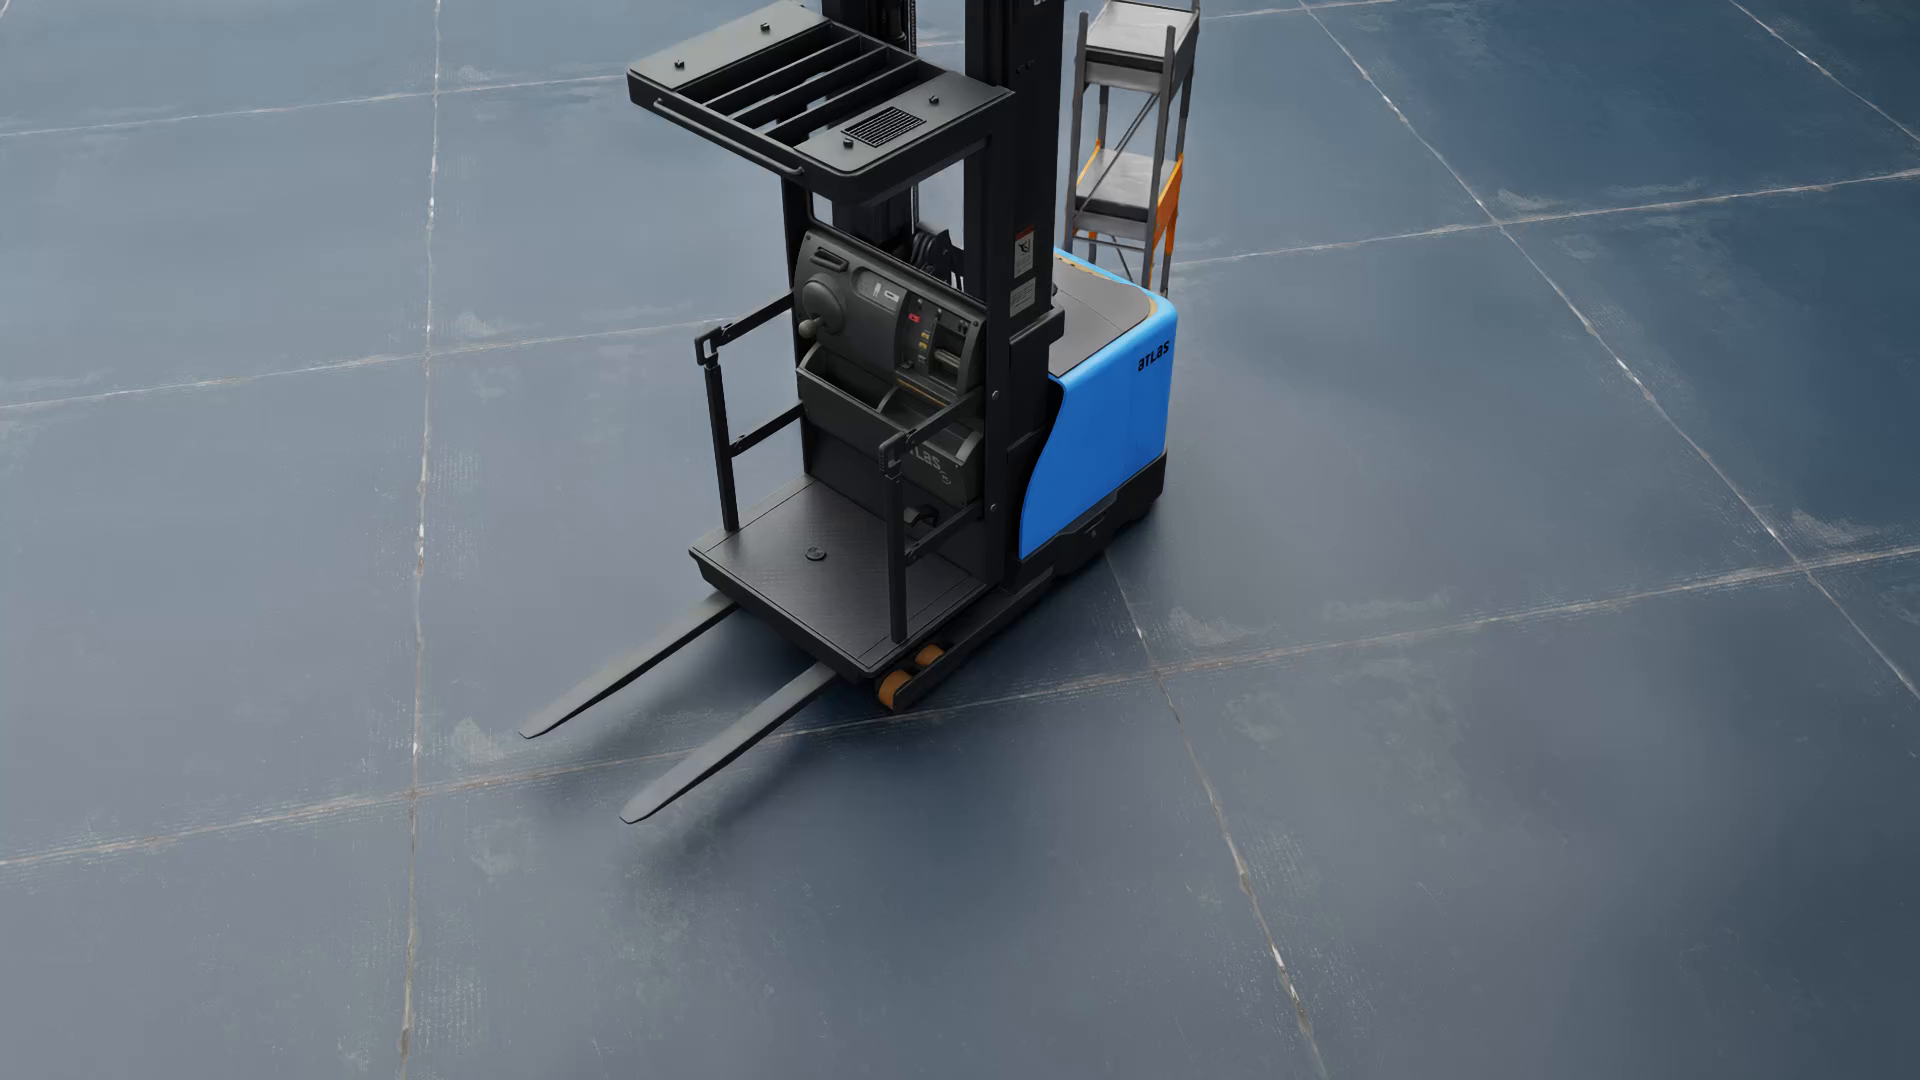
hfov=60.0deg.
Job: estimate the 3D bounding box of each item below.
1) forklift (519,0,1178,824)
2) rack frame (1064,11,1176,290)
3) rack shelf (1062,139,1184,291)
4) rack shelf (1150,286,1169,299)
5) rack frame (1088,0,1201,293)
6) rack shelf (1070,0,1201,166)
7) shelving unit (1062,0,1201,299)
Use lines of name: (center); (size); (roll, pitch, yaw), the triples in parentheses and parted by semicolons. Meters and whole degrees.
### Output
forklift: (-0.425, -0.788, 6.212); (1.130, 2.935, 3.031); (31, 50, 30)
rack frame: (0.662, -1.315, 7.416); (0.400, 2.100, 0.015); (13, 42, 14)
rack shelf: (0.741, -1.455, 7.600); (0.431, 0.518, 0.480); (13, 42, 14)
rack shelf: (0.729, -0.926, 8.058); (0.431, 0.518, 0.480); (13, 42, 14)
rack frame: (0.820, -1.616, 7.766); (0.400, 2.100, 0.015); (13, 42, 14)
rack shelf: (0.752, -1.984, 7.141); (0.431, 0.518, 0.480); (13, 42, 14)
shelving unit: (0.741, -1.465, 7.591); (0.431, 2.100, 0.503); (13, 42, 14)
